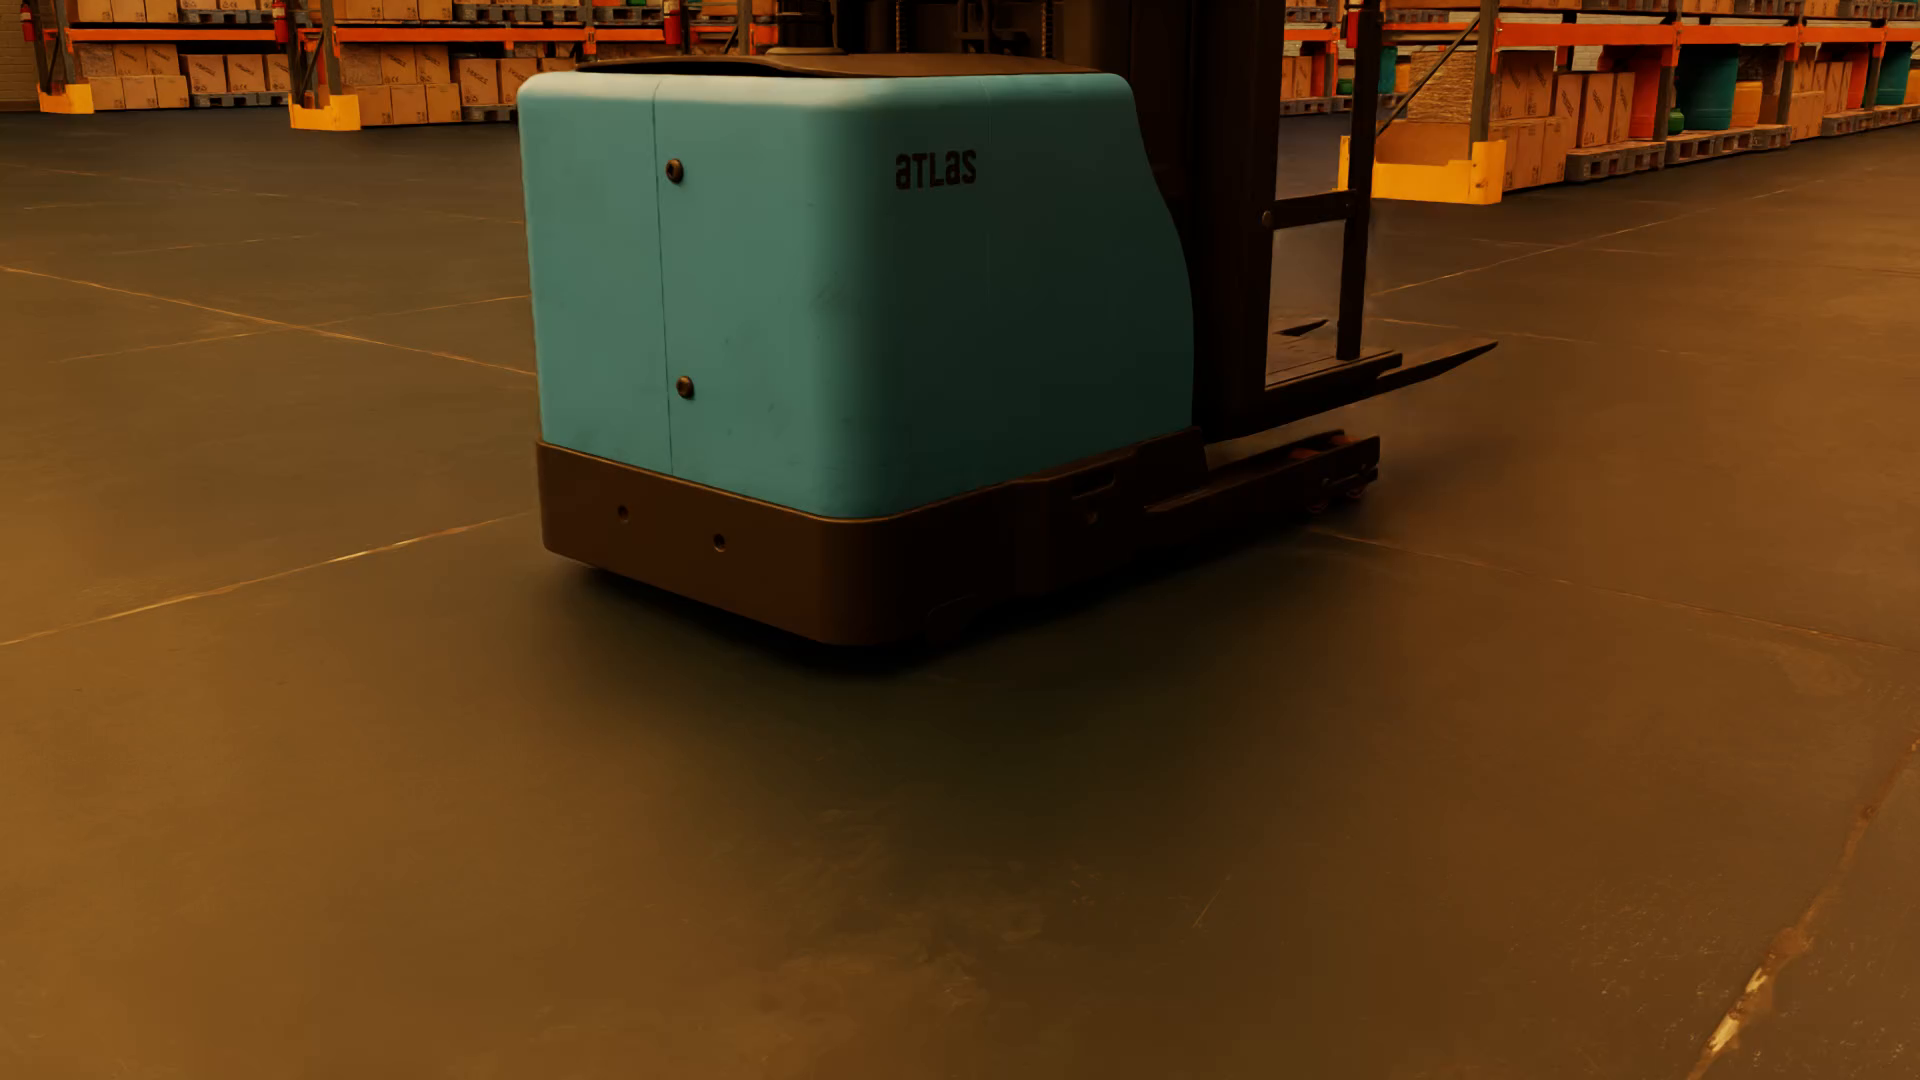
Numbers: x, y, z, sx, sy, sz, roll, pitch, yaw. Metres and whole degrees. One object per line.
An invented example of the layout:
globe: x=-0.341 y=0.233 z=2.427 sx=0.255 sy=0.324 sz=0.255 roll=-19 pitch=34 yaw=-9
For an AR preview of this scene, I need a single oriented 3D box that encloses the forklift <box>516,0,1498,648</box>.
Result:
forklift: x=0.437 y=-1.553 z=4.013 sx=1.130 sy=2.935 sz=3.031 roll=15 pitch=22 yaw=40
